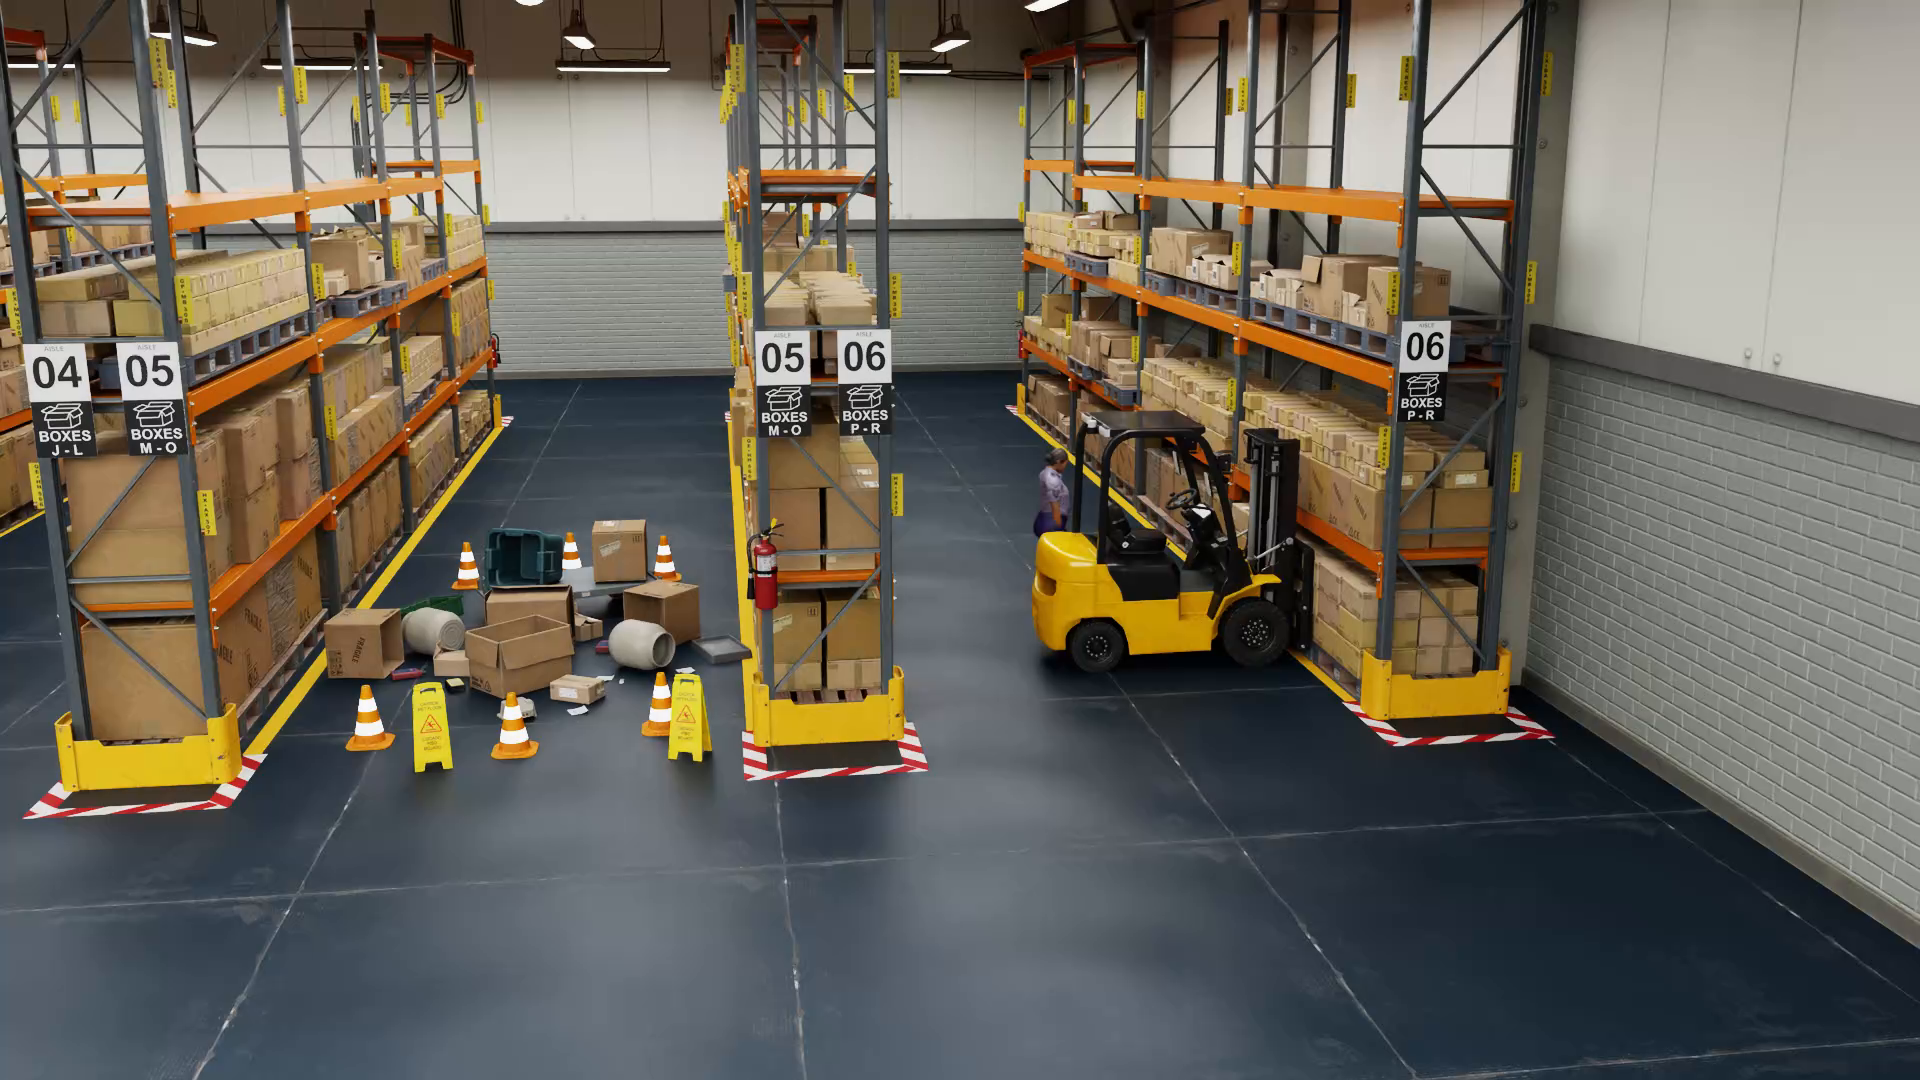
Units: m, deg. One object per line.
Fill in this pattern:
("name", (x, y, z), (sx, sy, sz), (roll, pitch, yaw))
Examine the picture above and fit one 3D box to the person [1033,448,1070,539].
("person", (0.909, -0.099, 16.528), (0.346, 1.619, 0.483), (-2, 13, -7))
